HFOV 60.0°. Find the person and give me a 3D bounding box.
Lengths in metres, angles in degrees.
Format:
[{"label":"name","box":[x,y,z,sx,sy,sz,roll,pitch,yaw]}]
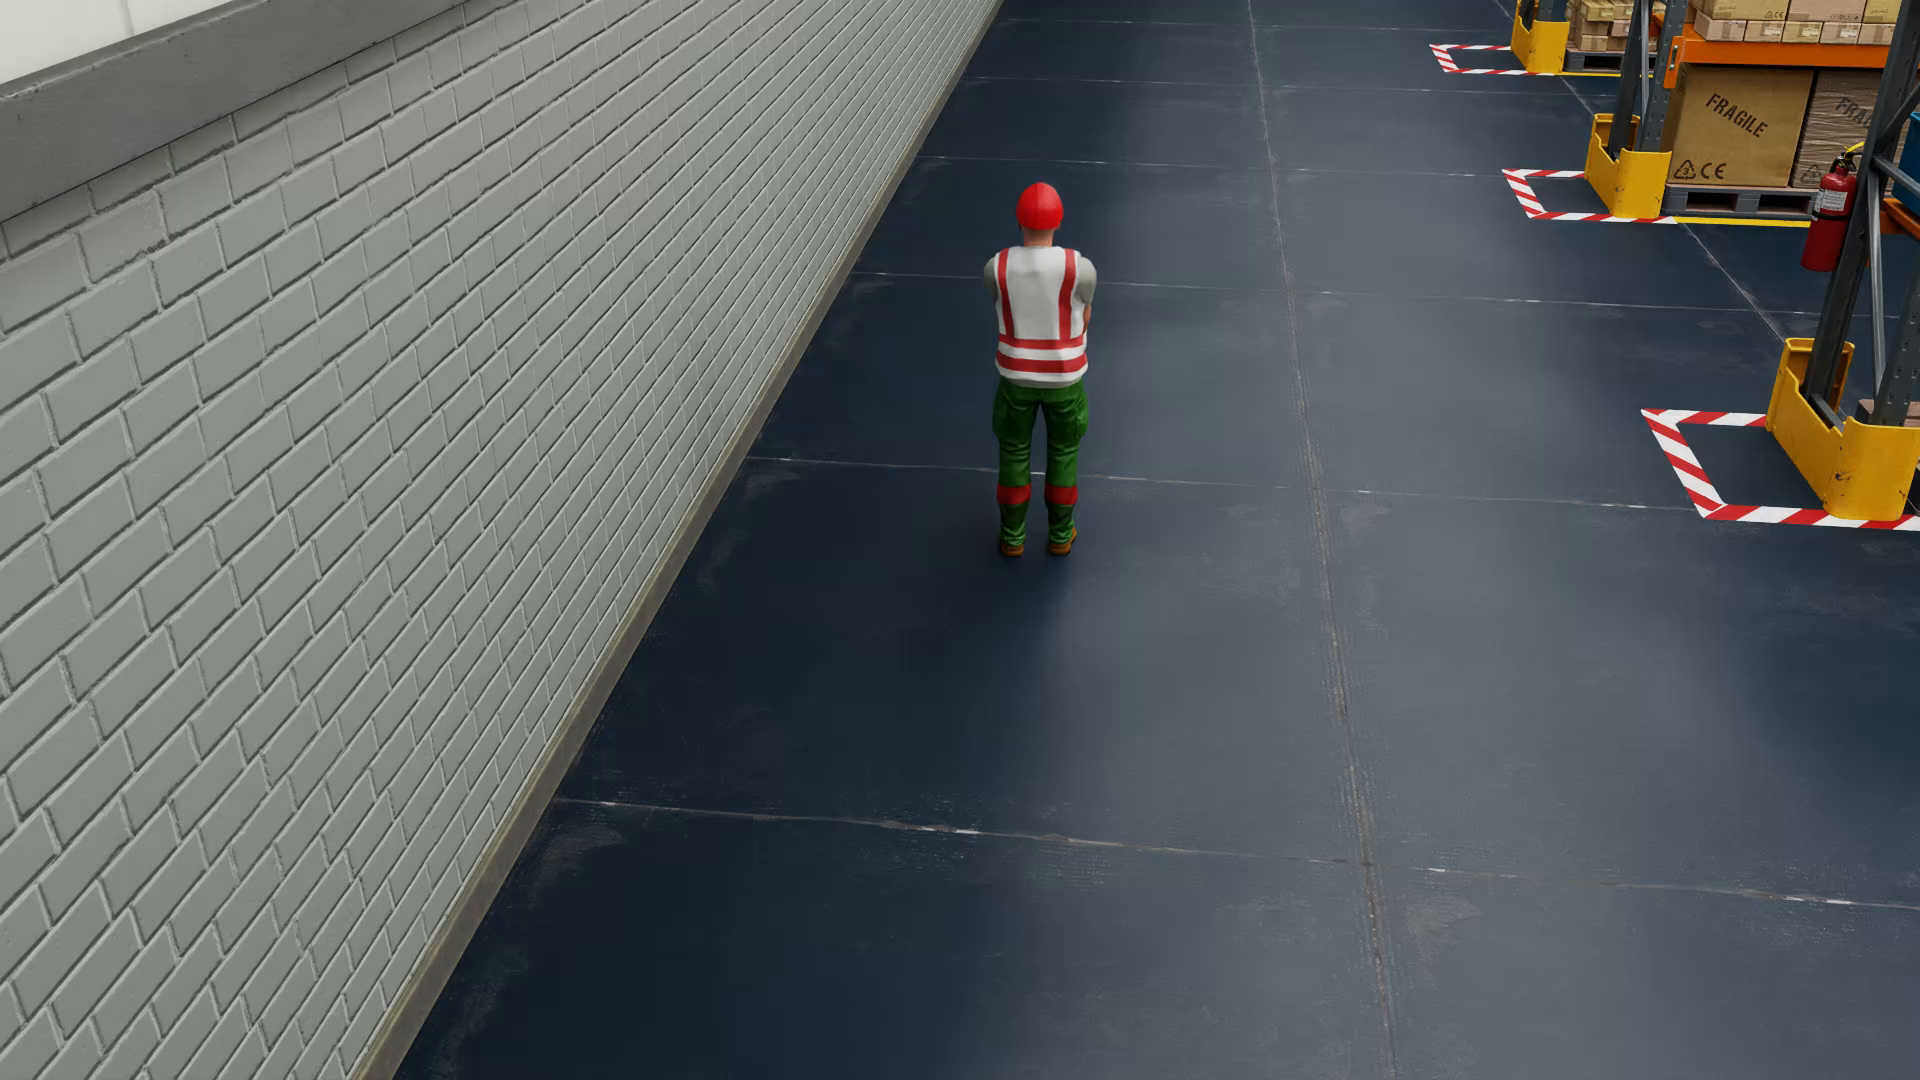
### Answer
[{"label":"person","box":[0.366,-0.791,7.580,0.494,1.784,0.554,4,28,7]}]
